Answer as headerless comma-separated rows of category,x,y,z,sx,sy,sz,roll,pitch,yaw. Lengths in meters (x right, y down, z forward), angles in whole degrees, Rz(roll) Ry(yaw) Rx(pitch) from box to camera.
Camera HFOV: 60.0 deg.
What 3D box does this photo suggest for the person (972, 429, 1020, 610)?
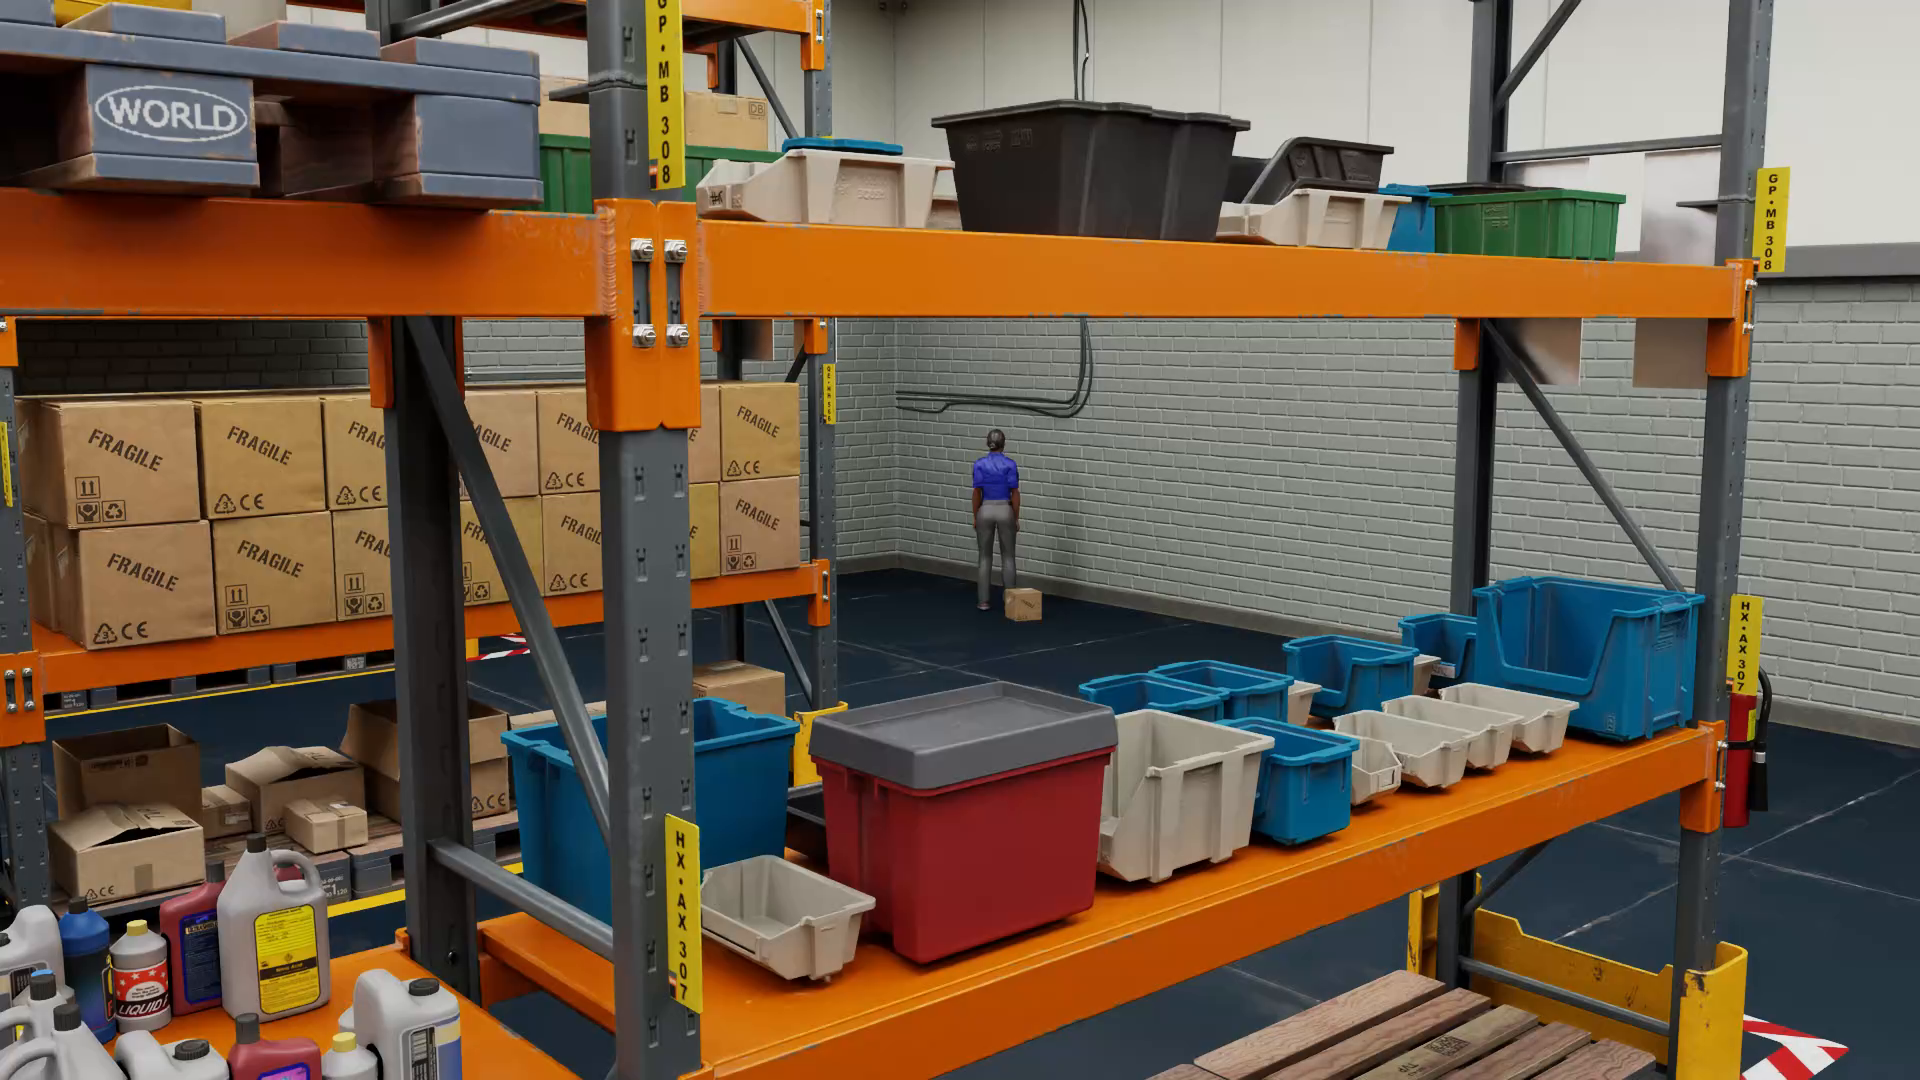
person,0.338,-0.187,15.207,0.446,1.662,0.324,1,8,7
